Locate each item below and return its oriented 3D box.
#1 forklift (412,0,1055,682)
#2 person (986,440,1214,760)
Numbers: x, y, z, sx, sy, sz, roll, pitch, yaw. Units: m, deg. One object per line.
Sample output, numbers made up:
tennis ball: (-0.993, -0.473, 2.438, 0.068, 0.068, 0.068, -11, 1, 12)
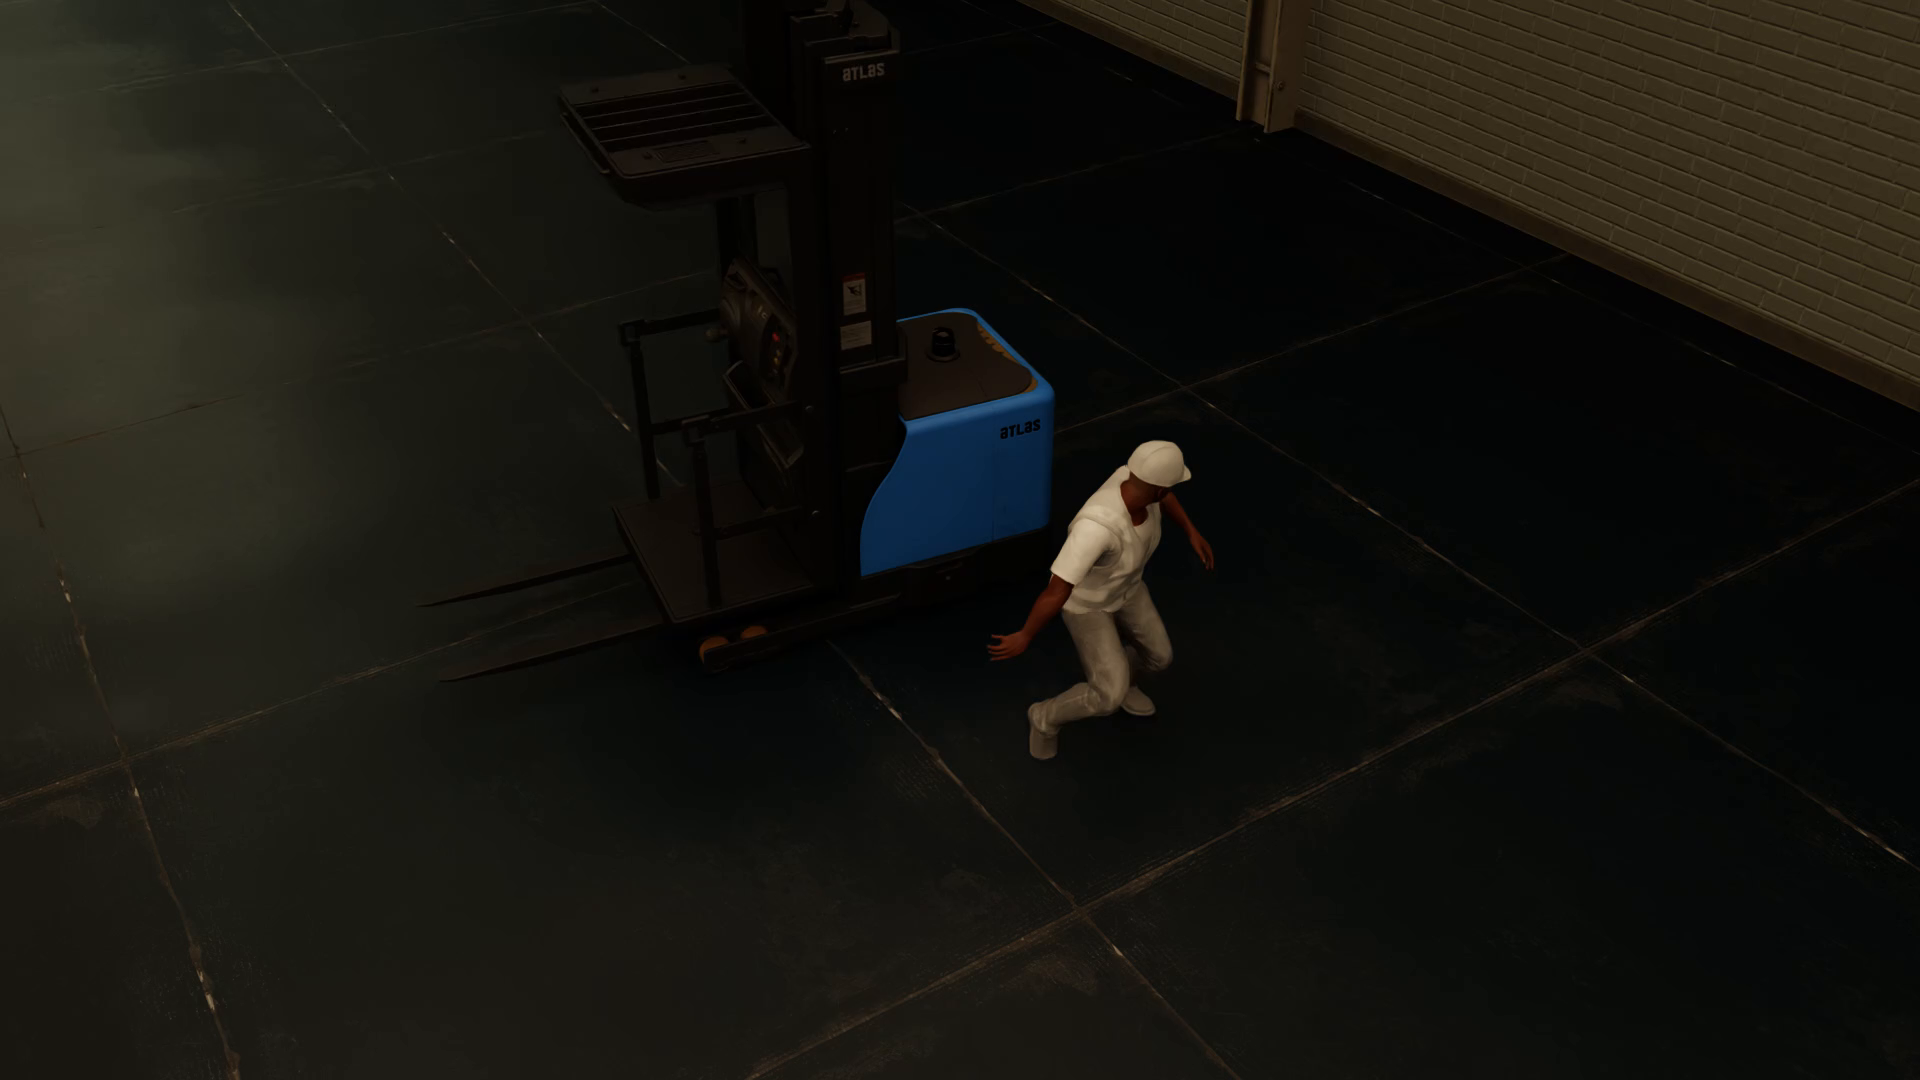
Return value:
forklift: (-1.094, -0.927, 7.467, 3.031, 2.935, 1.130, -15, 38, -20)
person: (0.602, 0.273, 6.990, 0.508, 1.651, 1.049, 27, 43, 33)
